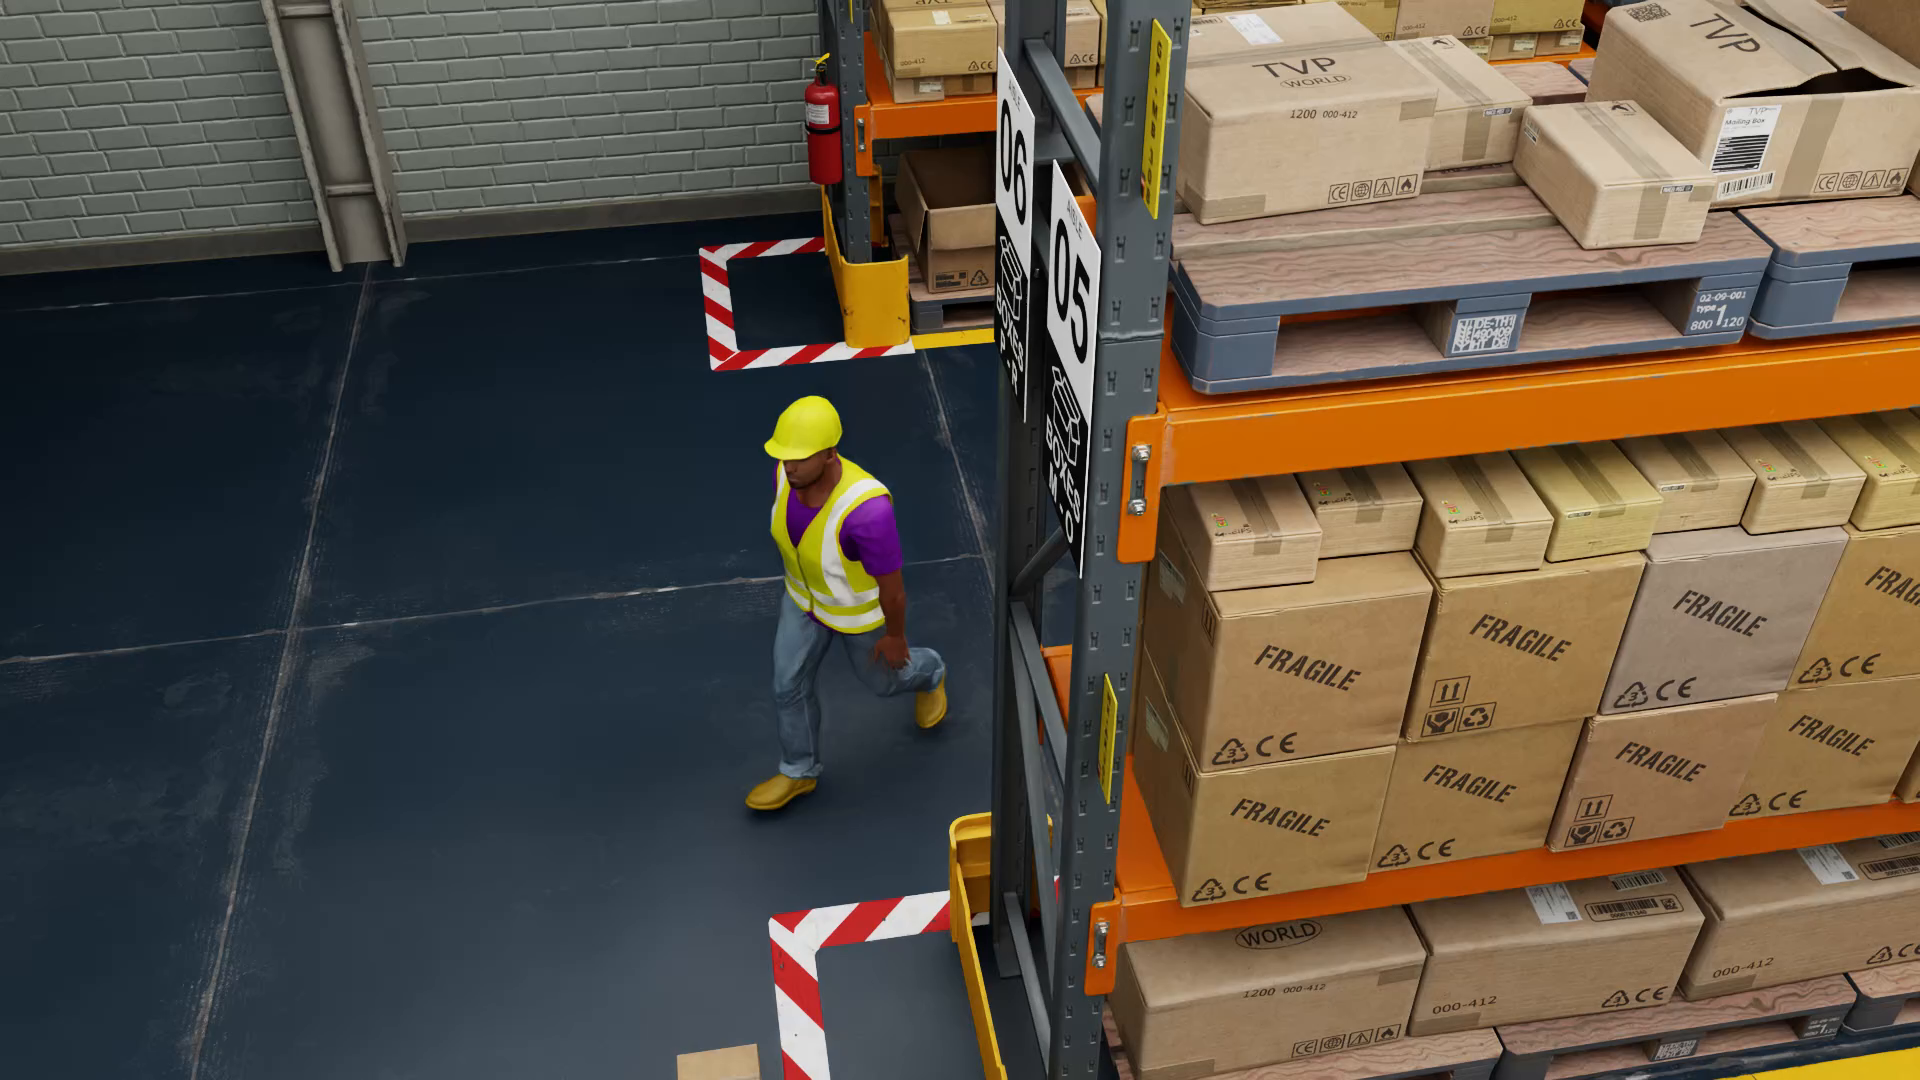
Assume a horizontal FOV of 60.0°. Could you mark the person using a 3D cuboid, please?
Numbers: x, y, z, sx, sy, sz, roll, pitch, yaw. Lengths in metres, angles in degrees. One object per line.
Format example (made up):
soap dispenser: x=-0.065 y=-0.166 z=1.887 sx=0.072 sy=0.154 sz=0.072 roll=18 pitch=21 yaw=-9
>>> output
person: x=-0.415 y=0.196 z=5.897 sx=0.614 sy=1.729 sz=0.907 roll=26 pitch=45 yaw=29
